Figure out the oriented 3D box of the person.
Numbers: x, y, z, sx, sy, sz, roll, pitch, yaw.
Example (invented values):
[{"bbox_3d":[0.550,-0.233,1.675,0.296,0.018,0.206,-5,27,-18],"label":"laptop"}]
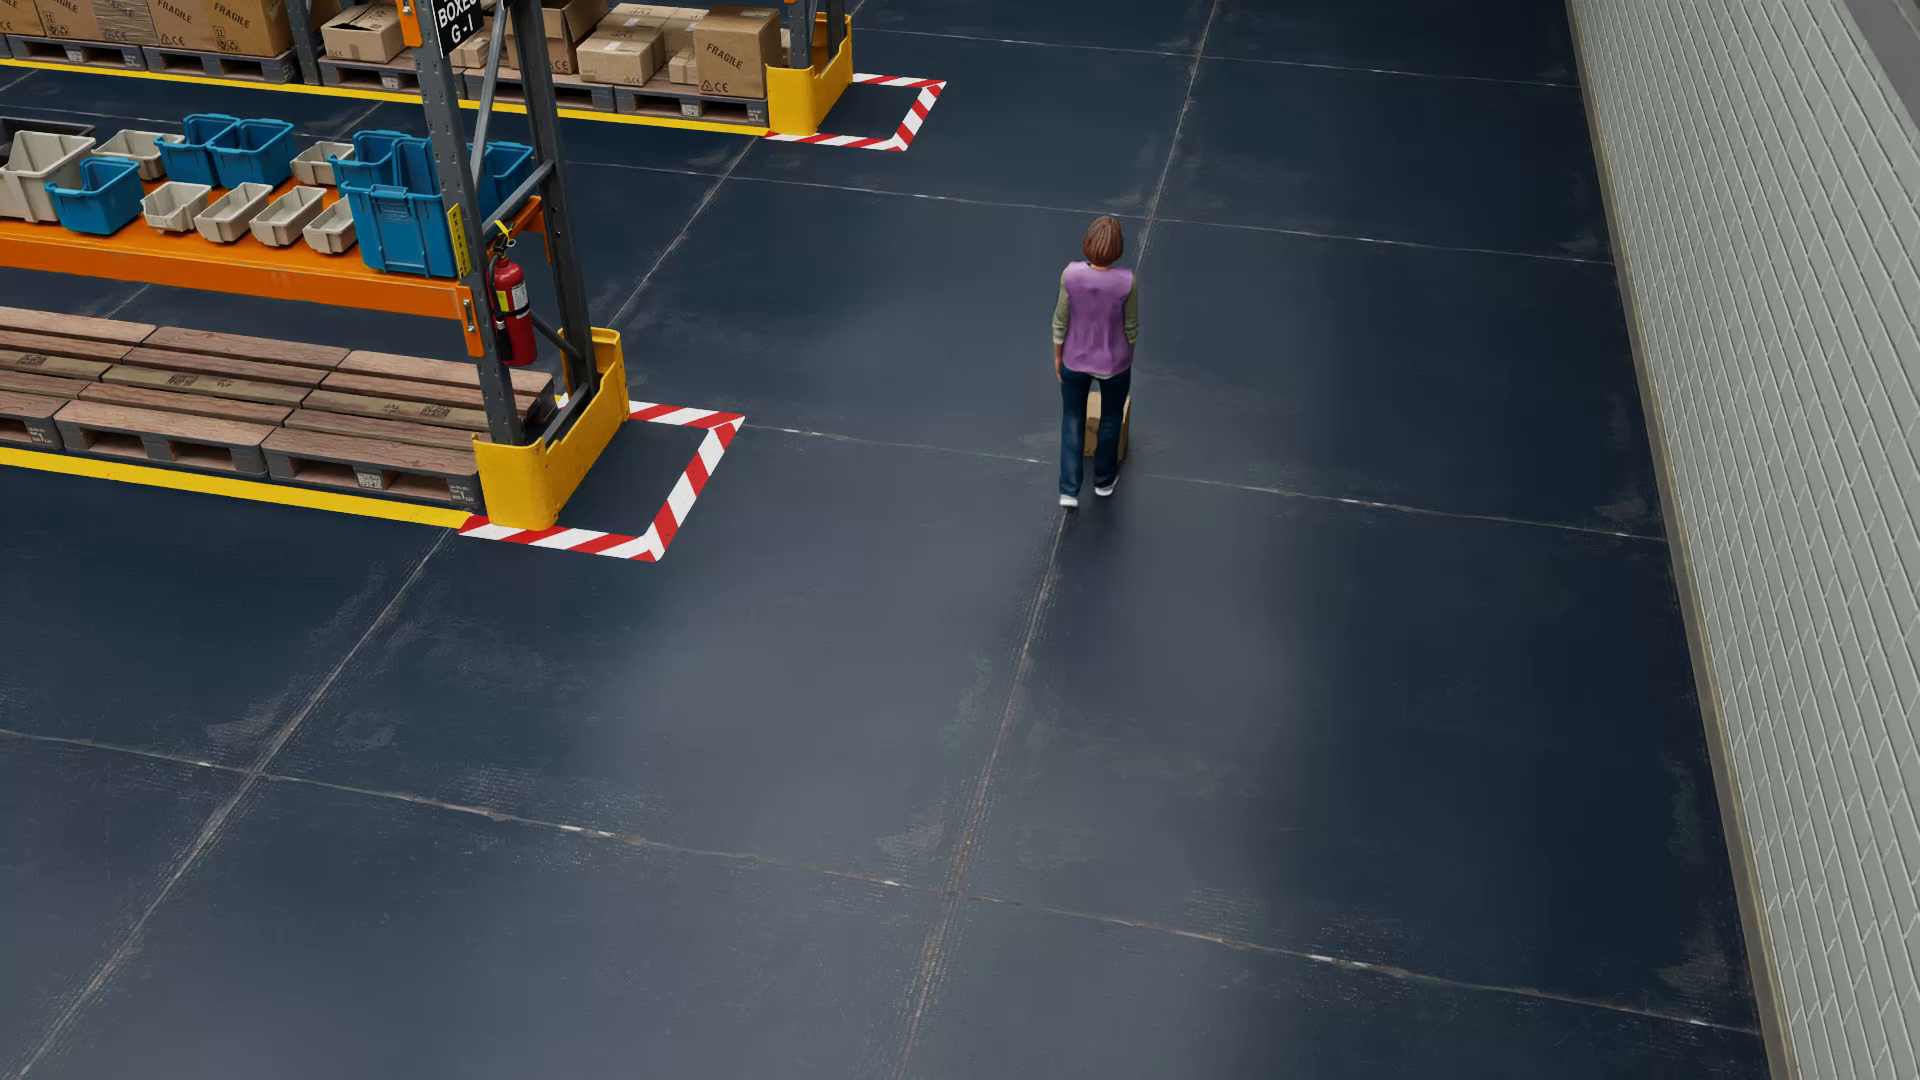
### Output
[{"bbox_3d":[0.661,-0.852,8.165,0.419,1.663,0.459,8,38,11],"label":"person"}]
